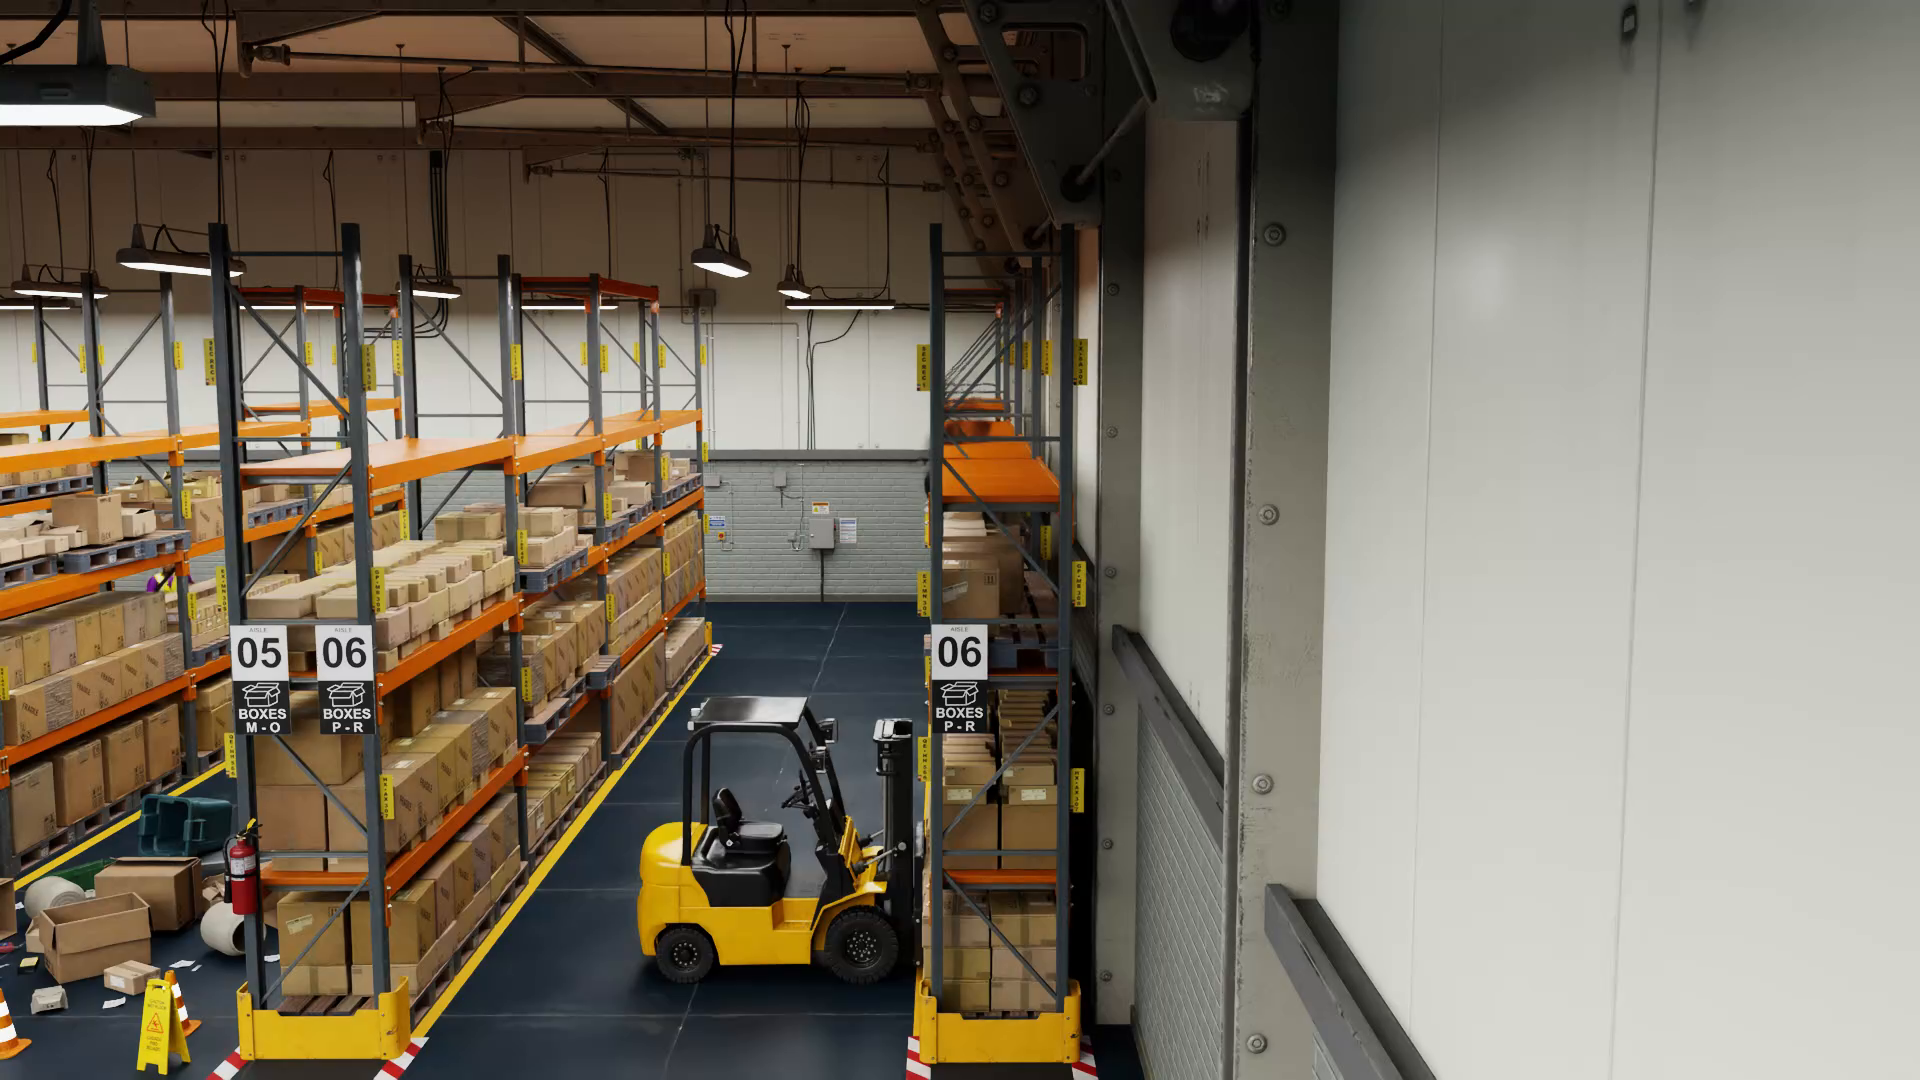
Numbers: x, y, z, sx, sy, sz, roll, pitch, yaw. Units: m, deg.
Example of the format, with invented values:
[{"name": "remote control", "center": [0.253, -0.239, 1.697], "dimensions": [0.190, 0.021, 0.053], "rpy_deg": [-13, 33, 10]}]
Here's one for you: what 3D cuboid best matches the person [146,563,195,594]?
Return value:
[{"name": "person", "center": [-12.965, 1.120, 27.334], "dimensions": [0.734, 1.743, 0.929], "rpy_deg": [-3, 7, -24]}]
